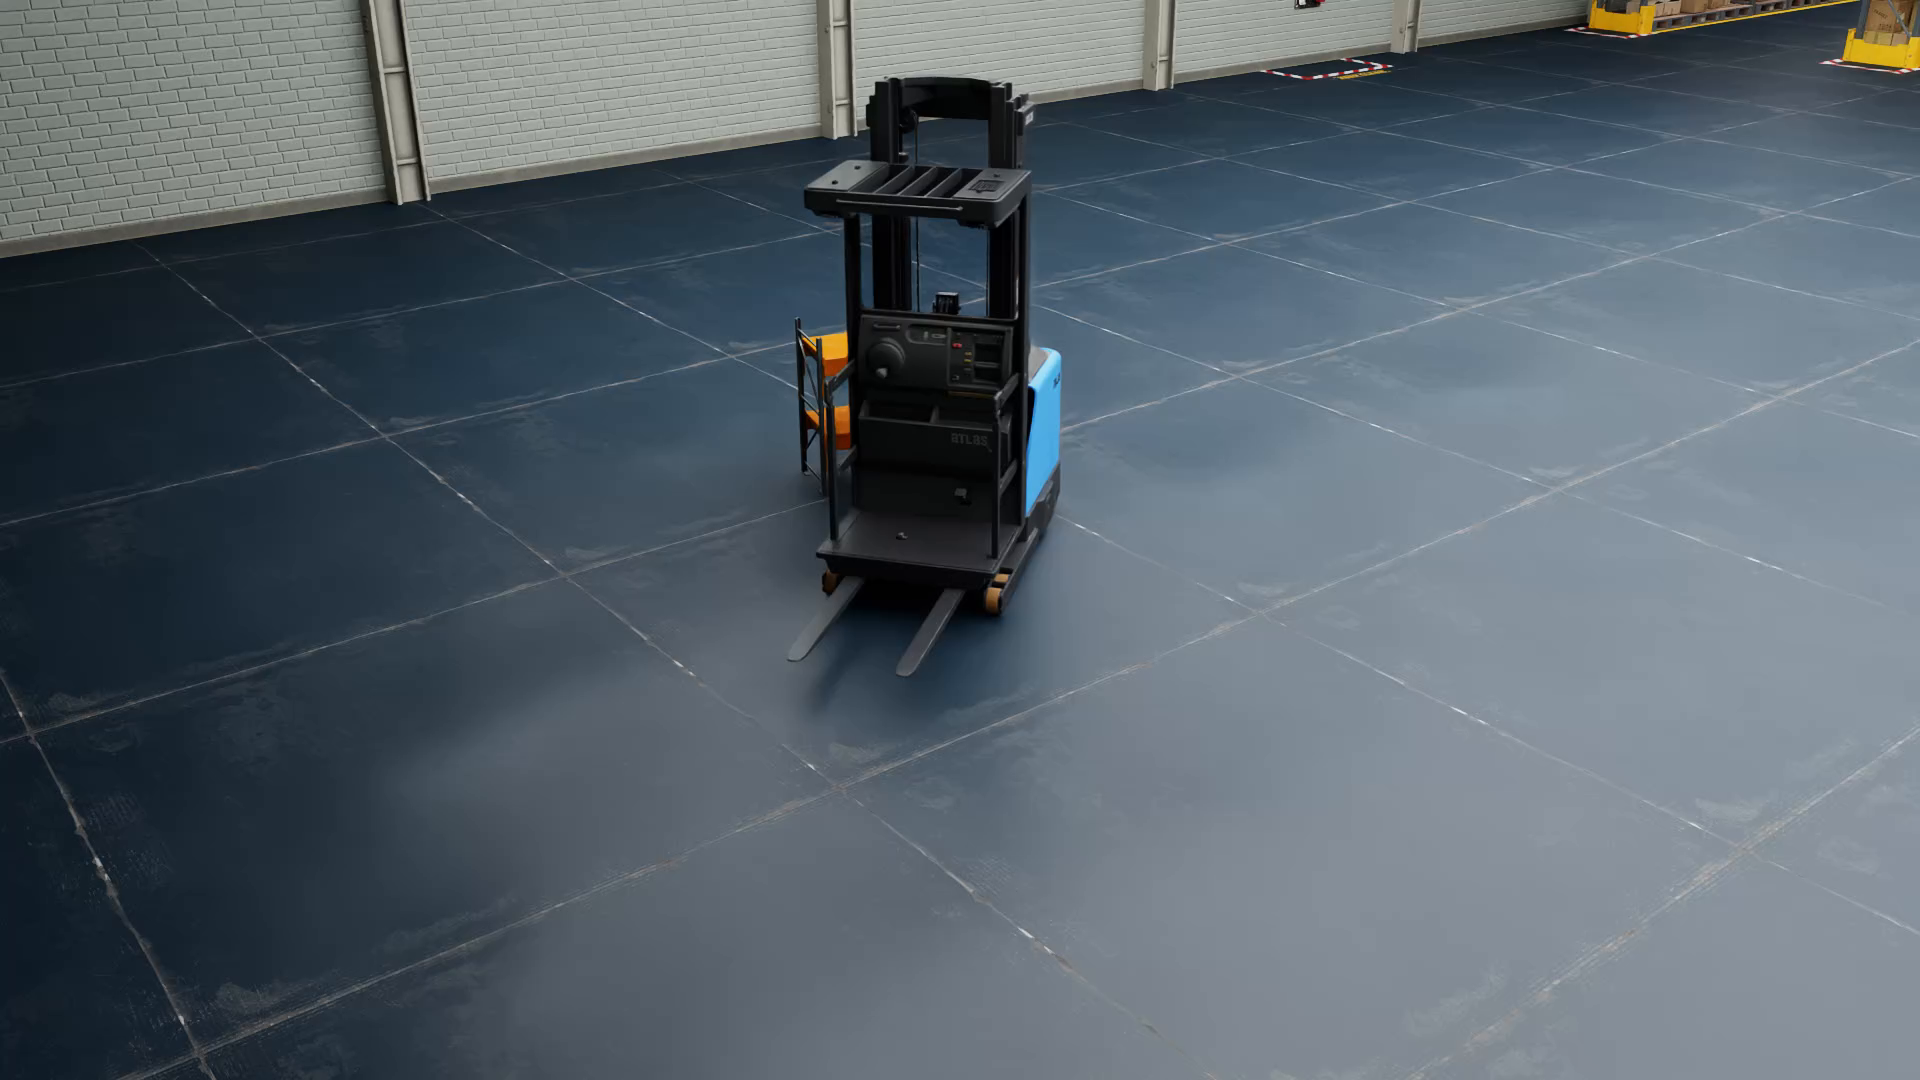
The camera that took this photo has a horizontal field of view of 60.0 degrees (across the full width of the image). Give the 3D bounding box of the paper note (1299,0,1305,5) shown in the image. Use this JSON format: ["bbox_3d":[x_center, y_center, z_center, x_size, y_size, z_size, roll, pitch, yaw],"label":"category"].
[{"bbox_3d":[5.653,-8.916,27.444,0.142,0.148,0.016,-18,31,-34],"label":"paper note"}]

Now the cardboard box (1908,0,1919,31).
[{"bbox_3d":[16.518,-8.897,28.235,0.500,0.500,0.500,-18,31,-34],"label":"cardboard box"}]

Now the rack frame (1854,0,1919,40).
[{"bbox_3d":[15.567,-9.418,27.480,0.127,3.000,1.000,-18,31,-34],"label":"rack frame"}]

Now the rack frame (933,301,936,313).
[{"bbox_3d":[-0.078,-1.074,11.728,0.032,1.125,0.500,-10,27,-20],"label":"rack frame"}]

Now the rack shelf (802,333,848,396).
[{"bbox_3d":[-0.547,-1.257,11.428,1.000,0.278,0.538,-10,27,-20],"label":"rack shelf"}]

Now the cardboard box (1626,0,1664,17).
[{"bbox_3d":[13.107,-10.188,31.810,0.500,0.311,0.500,-23,33,-40],"label":"cardboard box"}]

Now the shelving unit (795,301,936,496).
[{"bbox_3d":[-0.547,-0.992,11.551,1.048,1.125,0.538,-10,27,-20],"label":"shelving unit"}]

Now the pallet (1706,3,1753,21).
[{"bbox_3d":[15.148,-10.646,33.438,1.213,0.211,1.003,-18,31,-34],"label":"pallet"}]

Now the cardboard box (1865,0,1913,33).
[{"bbox_3d":[15.805,-8.939,28.325,0.500,0.500,0.500,-18,31,-34],"label":"cardboard box"}]

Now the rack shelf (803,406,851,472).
[{"bbox_3d":[-0.547,-0.770,11.654,1.000,0.278,0.538,-10,27,-20],"label":"rack shelf"}]

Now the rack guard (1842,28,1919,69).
[{"bbox_3d":[15.548,-8.278,27.992,0.348,0.500,1.175,-18,31,-34],"label":"rack guard"}]

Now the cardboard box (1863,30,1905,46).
[{"bbox_3d":[15.807,-8.598,28.481,0.500,0.250,0.500,-18,31,-34],"label":"cardboard box"}]

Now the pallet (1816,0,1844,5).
[{"bbox_3d":[18.187,-11.669,35.642,1.213,0.211,1.003,-18,31,-34],"label":"pallet"}]

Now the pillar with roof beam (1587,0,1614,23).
[{"bbox_3d":[15.181,-12.821,27.687,0.400,9.000,9.100,-18,31,-34],"label":"pillar with roof beam"}]

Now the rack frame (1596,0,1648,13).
[{"bbox_3d":[12.507,-11.058,31.013,0.127,3.000,1.000,-18,31,-34],"label":"rack frame"}]

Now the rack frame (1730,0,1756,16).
[{"bbox_3d":[15.655,-12.097,33.252,0.127,3.000,1.000,-18,31,-34],"label":"rack frame"}]

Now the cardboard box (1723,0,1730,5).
[{"bbox_3d":[15.252,-10.862,33.435,0.380,0.166,0.250,22,33,39],"label":"cardboard box"}]

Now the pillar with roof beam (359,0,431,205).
[{"bbox_3d":[-3.705,-6.587,14.254,0.400,9.000,9.100,-18,31,-34],"label":"pillar with roof beam"}]

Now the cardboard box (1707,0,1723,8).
[{"bbox_3d":[14.863,-10.880,33.076,0.500,0.500,0.500,-21,32,-38],"label":"cardboard box"}]

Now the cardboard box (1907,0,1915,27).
[{"bbox_3d":[16.583,-9.204,28.895,0.500,0.500,0.500,-18,31,-34],"label":"cardboard box"}]

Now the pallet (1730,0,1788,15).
[{"bbox_3d":[16.267,-11.035,34.276,1.213,0.211,1.003,-18,31,-34],"label":"pallet"}]

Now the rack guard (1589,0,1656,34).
[{"bbox_3d":[12.567,-9.944,31.582,0.348,0.500,1.175,-18,31,-34],"label":"rack guard"}]

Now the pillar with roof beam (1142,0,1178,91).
[{"bbox_3d":[5.738,-9.704,20.970,0.400,9.000,9.100,-18,31,-34],"label":"pillar with roof beam"}]

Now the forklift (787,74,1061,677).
[{"bbox_3d":[-0.201,-1.067,9.566,1.130,2.935,3.031,7,26,14],"label":"forklift"}]

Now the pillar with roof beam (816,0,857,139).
[{"bbox_3d":[1.016,-8.146,17.612,0.400,9.000,9.100,-18,31,-34],"label":"pillar with roof beam"}]

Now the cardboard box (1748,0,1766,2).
[{"bbox_3d":[16.224,-11.359,34.110,0.500,0.500,0.700,-17,30,-32],"label":"cardboard box"}]

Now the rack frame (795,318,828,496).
[{"bbox_3d":[-1.016,-0.909,11.373,0.032,1.125,0.500,-10,27,-20],"label":"rack frame"}]

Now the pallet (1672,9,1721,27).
[{"bbox_3d":[14.187,-10.327,32.752,1.213,0.211,1.003,-18,31,-34],"label":"pallet"}]

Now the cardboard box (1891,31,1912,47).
[{"bbox_3d":[16.126,-8.427,28.111,0.500,0.250,0.500,-18,31,-34],"label":"cardboard box"}]

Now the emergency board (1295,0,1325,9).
[{"bbox_3d":[5.835,-9.338,27.308,0.643,1.169,0.194,-18,31,-34],"label":"emergency board"}]

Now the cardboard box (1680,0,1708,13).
[{"bbox_3d":[14.164,-10.596,32.464,0.500,0.500,0.700,-21,32,-37],"label":"cardboard box"}]

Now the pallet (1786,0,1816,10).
[{"bbox_3d":[17.227,-11.354,34.963,1.213,0.211,1.003,-18,31,-34],"label":"pallet"}]

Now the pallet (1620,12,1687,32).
[{"bbox_3d":[13.228,-10.012,32.072,1.213,0.211,1.003,-18,31,-34],"label":"pallet"}]

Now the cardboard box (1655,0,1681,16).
[{"bbox_3d":[13.556,-10.336,32.129,0.500,0.311,0.500,-15,29,-30],"label":"cardboard box"}]

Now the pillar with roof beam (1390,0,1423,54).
[{"bbox_3d":[10.459,-11.263,24.329,0.400,9.000,9.100,-18,31,-34],"label":"pillar with roof beam"}]
